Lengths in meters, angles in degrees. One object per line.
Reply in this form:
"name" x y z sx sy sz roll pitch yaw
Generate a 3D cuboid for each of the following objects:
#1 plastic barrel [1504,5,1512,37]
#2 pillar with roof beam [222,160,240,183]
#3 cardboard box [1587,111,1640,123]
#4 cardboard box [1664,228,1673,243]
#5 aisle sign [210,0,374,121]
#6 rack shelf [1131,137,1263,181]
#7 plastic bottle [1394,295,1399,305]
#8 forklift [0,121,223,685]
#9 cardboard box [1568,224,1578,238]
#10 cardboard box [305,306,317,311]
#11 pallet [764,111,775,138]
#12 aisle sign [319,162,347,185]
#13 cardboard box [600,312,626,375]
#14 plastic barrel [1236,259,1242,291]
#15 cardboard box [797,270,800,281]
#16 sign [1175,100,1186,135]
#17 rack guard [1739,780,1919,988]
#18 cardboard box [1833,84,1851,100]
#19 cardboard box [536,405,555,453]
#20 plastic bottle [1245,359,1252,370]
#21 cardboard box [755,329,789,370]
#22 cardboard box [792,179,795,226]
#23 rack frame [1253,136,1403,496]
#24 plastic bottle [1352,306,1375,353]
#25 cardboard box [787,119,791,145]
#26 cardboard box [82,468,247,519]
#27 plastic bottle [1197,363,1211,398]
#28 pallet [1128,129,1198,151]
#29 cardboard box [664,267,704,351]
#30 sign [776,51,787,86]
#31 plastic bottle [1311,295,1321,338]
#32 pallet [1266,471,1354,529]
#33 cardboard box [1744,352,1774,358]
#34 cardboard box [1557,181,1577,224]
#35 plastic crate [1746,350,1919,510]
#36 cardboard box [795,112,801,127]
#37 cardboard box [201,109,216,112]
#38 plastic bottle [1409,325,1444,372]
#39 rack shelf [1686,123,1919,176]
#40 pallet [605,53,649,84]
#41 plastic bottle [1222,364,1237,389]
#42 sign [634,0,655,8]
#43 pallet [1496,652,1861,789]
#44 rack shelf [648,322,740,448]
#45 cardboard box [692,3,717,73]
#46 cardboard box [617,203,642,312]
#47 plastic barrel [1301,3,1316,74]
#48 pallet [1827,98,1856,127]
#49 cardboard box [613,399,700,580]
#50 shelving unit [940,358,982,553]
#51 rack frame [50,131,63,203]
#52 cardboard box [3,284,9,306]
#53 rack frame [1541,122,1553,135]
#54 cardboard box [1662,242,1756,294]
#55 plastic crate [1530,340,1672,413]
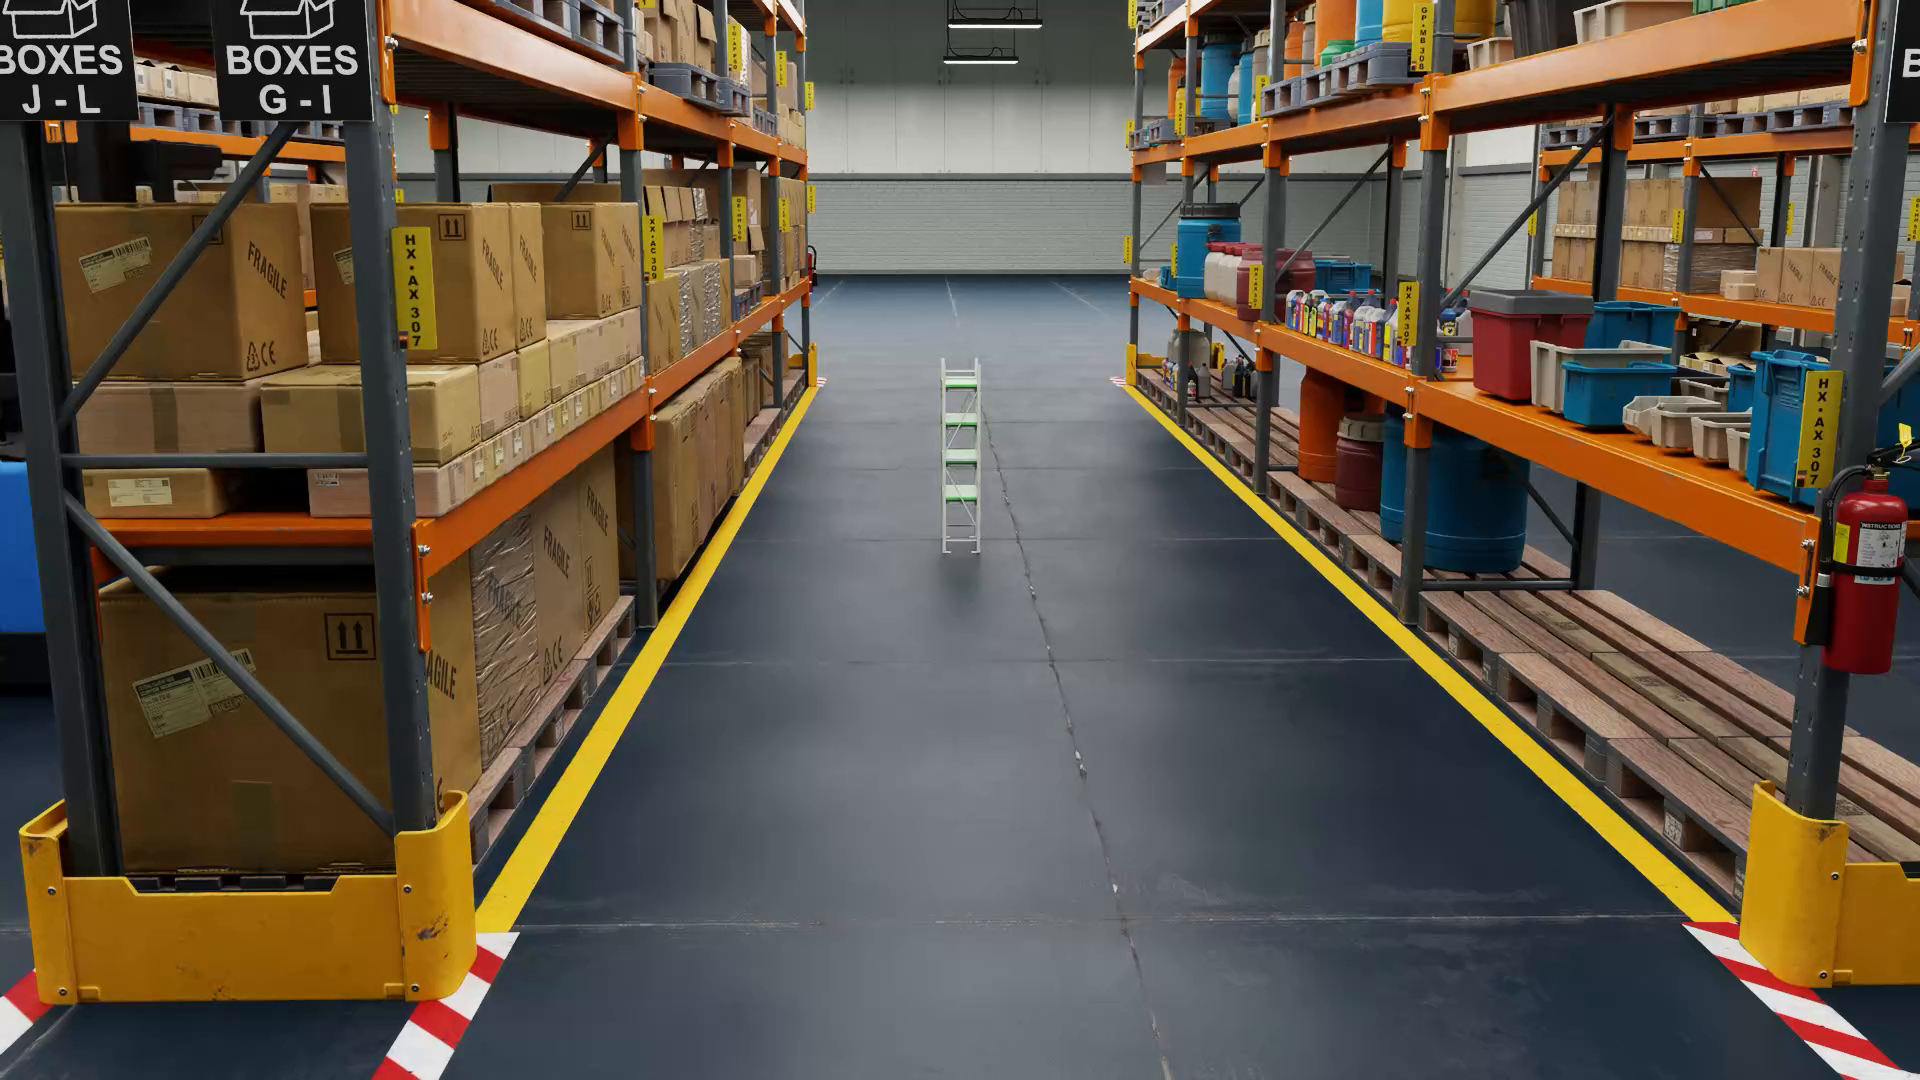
"plastic barrel" 3.089 -2.874 8.740 0.433 0.535 0.433 0 11 0
"pillar with roof beam" -14.299 -10.916 42.232 9.100 9.000 0.548 0 11 -1
"cardboard box" 7.315 -4.893 18.431 0.500 0.500 0.500 0 11 -1
"cardboard box" 7.414 -3.105 16.938 0.380 0.149 0.250 0 11 -2
"aisle sign" -1.718 -1.472 4.231 0.394 0.787 0.004 0 11 -1
"rack shelf" 2.643 -4.132 18.145 1.077 0.370 4.000 0 11 -1
"plastic bottle" 3.202 -1.686 12.116 0.061 0.283 0.133 0 11 -1
"forklift" -4.488 -1.014 8.684 1.130 2.935 3.031 0 11 -2
"cardboard box" 7.359 -3.617 19.461 0.380 0.149 0.250 0 11 -1
"cardboard box" -7.194 -2.065 17.980 0.875 0.875 0.875 0 11 -1
"pallet" -2.362 -3.851 15.425 1.213 0.211 1.003 0 11 -1
"aisle sign" -7.613 -4.678 20.034 0.394 0.787 0.004 0 11 -1
"cardboard box" -1.818 -0.889 7.524 0.500 0.250 0.500 0 11 1
"plastic barrel" 2.523 -2.164 13.898 0.421 0.512 0.421 0 11 0
"cardboard box" -2.077 -3.113 19.492 0.380 0.149 0.250 0 11 -1
"sign" 2.134 -4.091 16.112 0.100 0.325 0.005 0 11 -1
"rack guard" 2.946 0.999 4.879 1.175 0.500 0.348 0 11 -1
"cardboard box" 7.624 -3.751 13.781 0.500 0.250 0.500 0 11 -2
"cardboard box" -1.726 -0.415 6.193 0.380 0.149 0.250 0 11 -2
"plastic bottle" 3.078 -1.734 17.616 0.144 0.351 0.185 -1 11 -4
"cardboard box" -2.354 -2.248 19.825 0.500 0.500 0.500 2 12 9
"cardboard box" -2.066 -3.670 18.088 0.500 0.500 0.500 0 11 -1
"rack frame" 2.767 -1.821 12.492 1.000 3.000 0.127 0 11 -1
"plastic bottle" 2.493 -1.288 10.176 0.152 0.276 0.135 0 11 -1
"cardboard box" -2.037 -4.287 17.480 0.500 0.250 0.500 -1 11 -3
"cardboard box" -2.356 -0.157 4.921 0.380 0.149 0.250 0 11 0
"plastic bottle" 2.527 -1.661 17.260 0.144 0.351 0.185 0 11 -1
"pallet" 2.521 -4.624 19.239 1.003 0.211 1.213 0 11 -1
"cardboard box" -1.899 -1.449 10.408 0.500 0.500 0.500 0 11 0
"sign" -1.713 -4.516 15.937 0.100 0.325 0.005 0 11 -1
"plastic bottle" 2.424 -1.512 11.262 0.061 0.283 0.133 0 11 -1
"pallet" 2.825 -0.298 11.998 1.003 0.211 1.213 0 11 -1
"cardboard box" 7.931 -1.690 16.293 0.500 0.311 0.500 0 11 -1
"cardboard box" 7.552 -4.013 19.779 0.700 0.500 0.500 0 11 -1
"plastic crate" 2.738 -0.344 4.969 0.616 0.435 0.499 0 11 -1
"cardboard box" -2.000 -4.773 18.873 0.380 0.149 0.250 0 11 -1
"cardboard box" -7.556 -4.269 16.336 0.380 0.149 0.250 0 11 -1
"plastic bottle" 2.518 -1.042 8.965 0.152 0.276 0.135 0 11 -1
"rack shelf" 7.678 -3.356 14.322 1.077 0.370 4.000 0 11 -1
"pallet" -2.171 -2.564 9.091 0.805 0.209 1.217 -1 11 -3
"plastic bottle" 2.922 -1.776 18.012 0.152 0.276 0.135 0 11 -1
"sign" -1.548 -2.771 8.128 0.100 0.325 0.005 0 11 -1
"pallet" 2.932 0.729 6.932 1.003 0.211 1.213 0 11 -1
"rack shelf" -2.144 -1.051 10.504 1.077 0.370 4.000 0 11 -1
"cardboard box" -2.101 -3.407 11.446 0.797 0.503 0.637 0 11 2
"cardboard box" -1.826 -1.355 7.939 0.500 0.500 0.500 0 11 0
"plastic barrel" 2.967 -3.701 12.953 0.600 0.901 0.600 0 11 0
"pallet" 7.616 -3.353 12.973 1.213 0.211 1.003 0 11 1
"cardboard box" -2.136 -0.298 9.269 1.225 0.875 0.875 0 11 -1
"shelving unit" 0.003 -0.555 10.778 0.258 1.200 0.503 0 11 -1
"rack frame" -7.146 -1.801 12.391 1.000 3.000 0.127 0 11 -1
"cardboard box" -6.667 -1.687 11.405 0.380 0.149 0.250 0 11 0
"rack frame" 7.554 -6.371 19.831 1.000 3.000 0.127 0 11 -1
"cardboard box" 7.621 -2.773 16.933 0.700 0.500 0.500 -1 11 -3
"plastic crate" 2.697 -0.693 7.079 0.437 0.282 0.530 0 11 -1
